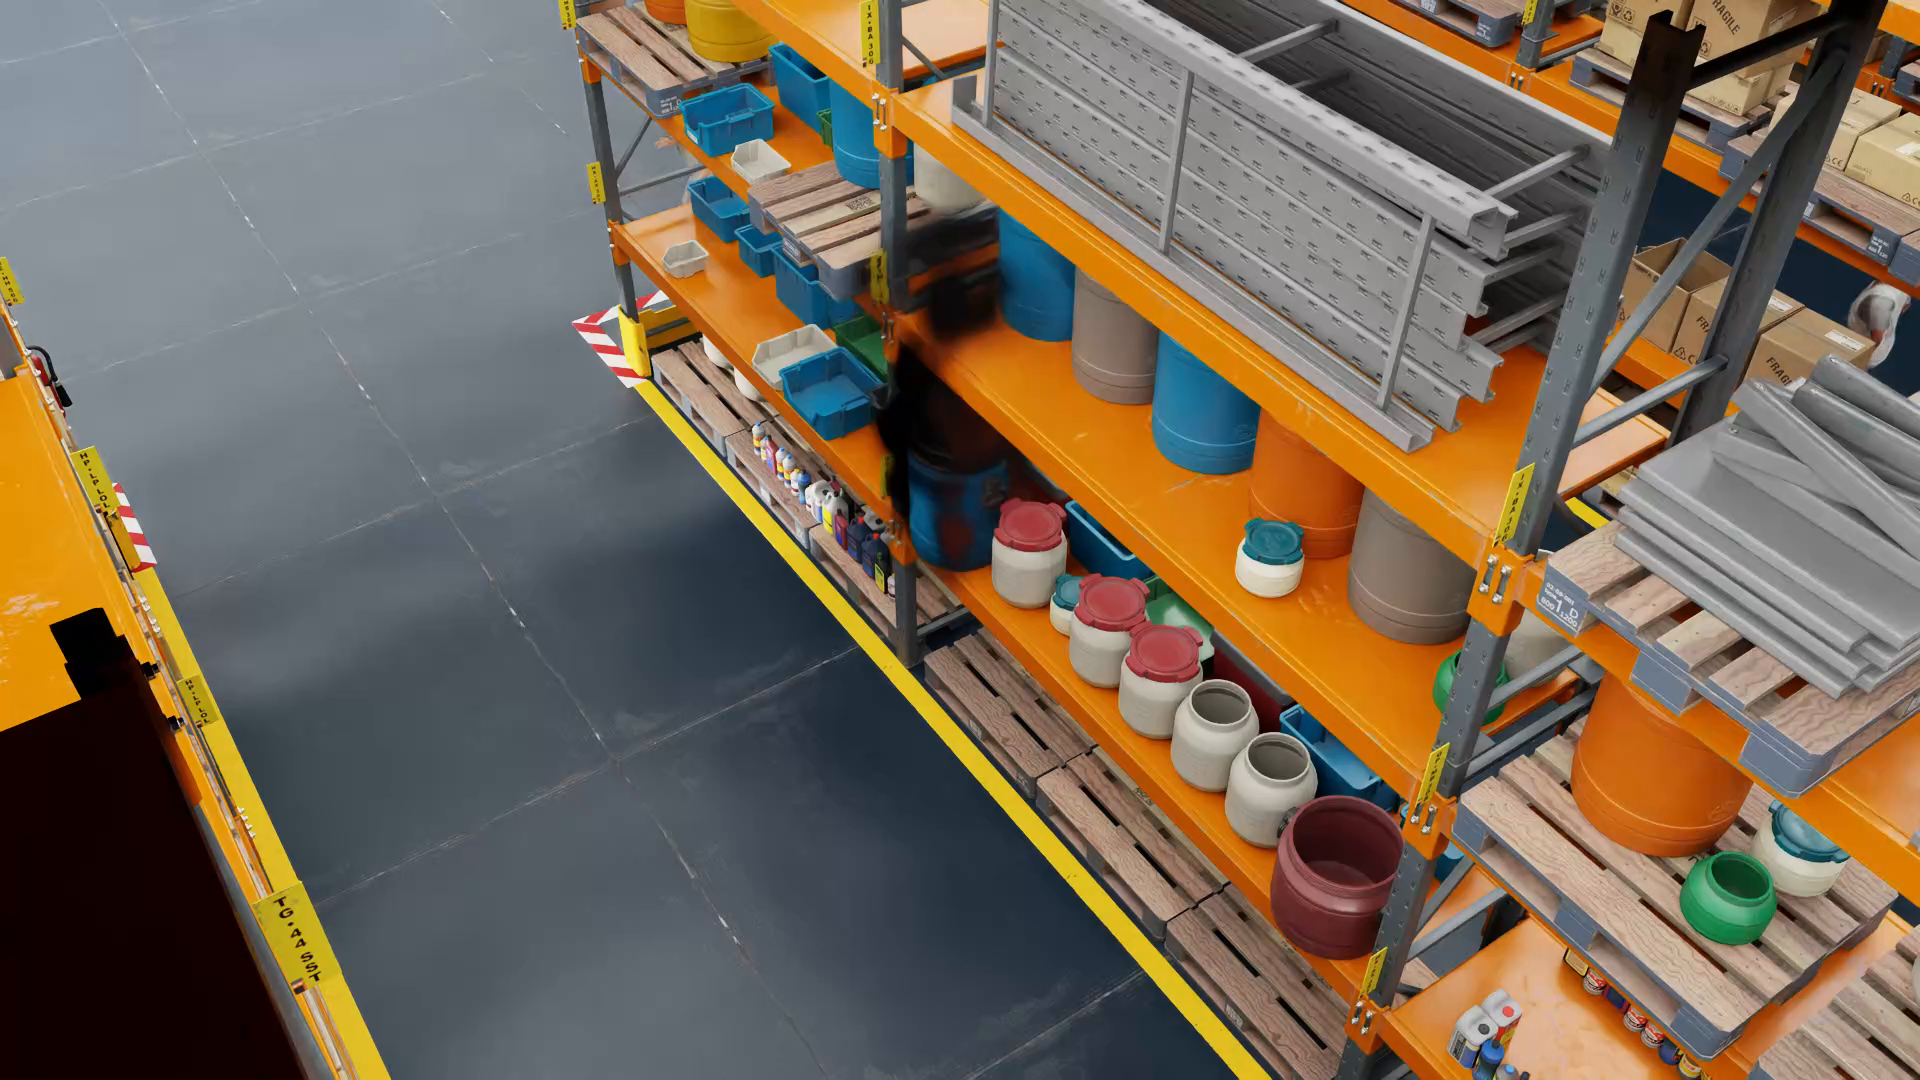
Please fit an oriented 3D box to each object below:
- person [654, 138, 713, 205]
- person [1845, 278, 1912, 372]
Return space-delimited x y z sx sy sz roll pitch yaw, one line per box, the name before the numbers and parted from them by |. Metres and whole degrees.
person | -2.064 -3.056 13.844 1.007 1.639 0.541 -1 43 -1
person | 6.549 -1.333 11.950 0.676 1.735 0.673 34 52 31
